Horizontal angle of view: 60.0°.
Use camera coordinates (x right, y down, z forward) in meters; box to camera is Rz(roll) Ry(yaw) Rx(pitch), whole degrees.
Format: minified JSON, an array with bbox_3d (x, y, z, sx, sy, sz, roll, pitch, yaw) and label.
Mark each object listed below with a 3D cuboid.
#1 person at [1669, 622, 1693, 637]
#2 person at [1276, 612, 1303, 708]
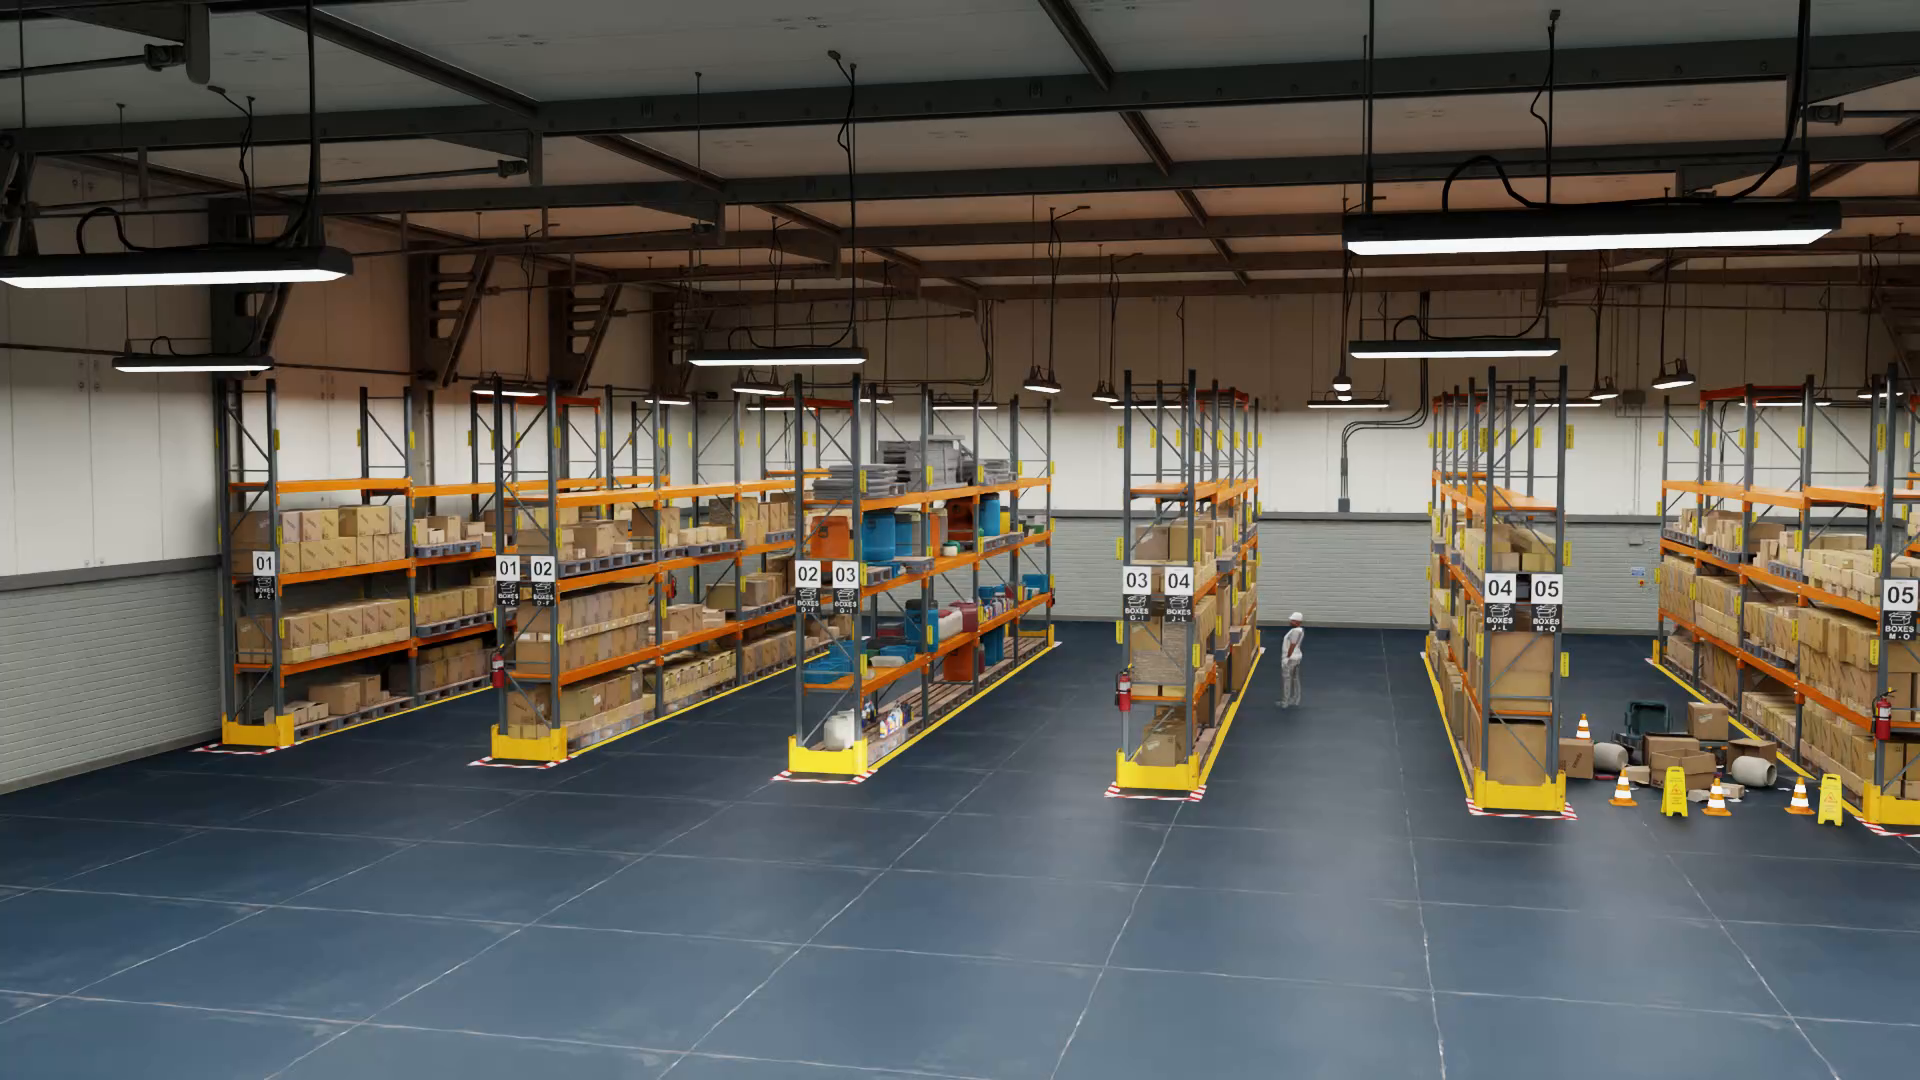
[{"bbox_3d":[16.573,1.876,38.157,1.077,1.673,0.634,1,4,16],"label":"person"},{"bbox_3d":[6.196,2.244,31.171,0.508,1.781,0.630,2,4,33],"label":"person"}]
